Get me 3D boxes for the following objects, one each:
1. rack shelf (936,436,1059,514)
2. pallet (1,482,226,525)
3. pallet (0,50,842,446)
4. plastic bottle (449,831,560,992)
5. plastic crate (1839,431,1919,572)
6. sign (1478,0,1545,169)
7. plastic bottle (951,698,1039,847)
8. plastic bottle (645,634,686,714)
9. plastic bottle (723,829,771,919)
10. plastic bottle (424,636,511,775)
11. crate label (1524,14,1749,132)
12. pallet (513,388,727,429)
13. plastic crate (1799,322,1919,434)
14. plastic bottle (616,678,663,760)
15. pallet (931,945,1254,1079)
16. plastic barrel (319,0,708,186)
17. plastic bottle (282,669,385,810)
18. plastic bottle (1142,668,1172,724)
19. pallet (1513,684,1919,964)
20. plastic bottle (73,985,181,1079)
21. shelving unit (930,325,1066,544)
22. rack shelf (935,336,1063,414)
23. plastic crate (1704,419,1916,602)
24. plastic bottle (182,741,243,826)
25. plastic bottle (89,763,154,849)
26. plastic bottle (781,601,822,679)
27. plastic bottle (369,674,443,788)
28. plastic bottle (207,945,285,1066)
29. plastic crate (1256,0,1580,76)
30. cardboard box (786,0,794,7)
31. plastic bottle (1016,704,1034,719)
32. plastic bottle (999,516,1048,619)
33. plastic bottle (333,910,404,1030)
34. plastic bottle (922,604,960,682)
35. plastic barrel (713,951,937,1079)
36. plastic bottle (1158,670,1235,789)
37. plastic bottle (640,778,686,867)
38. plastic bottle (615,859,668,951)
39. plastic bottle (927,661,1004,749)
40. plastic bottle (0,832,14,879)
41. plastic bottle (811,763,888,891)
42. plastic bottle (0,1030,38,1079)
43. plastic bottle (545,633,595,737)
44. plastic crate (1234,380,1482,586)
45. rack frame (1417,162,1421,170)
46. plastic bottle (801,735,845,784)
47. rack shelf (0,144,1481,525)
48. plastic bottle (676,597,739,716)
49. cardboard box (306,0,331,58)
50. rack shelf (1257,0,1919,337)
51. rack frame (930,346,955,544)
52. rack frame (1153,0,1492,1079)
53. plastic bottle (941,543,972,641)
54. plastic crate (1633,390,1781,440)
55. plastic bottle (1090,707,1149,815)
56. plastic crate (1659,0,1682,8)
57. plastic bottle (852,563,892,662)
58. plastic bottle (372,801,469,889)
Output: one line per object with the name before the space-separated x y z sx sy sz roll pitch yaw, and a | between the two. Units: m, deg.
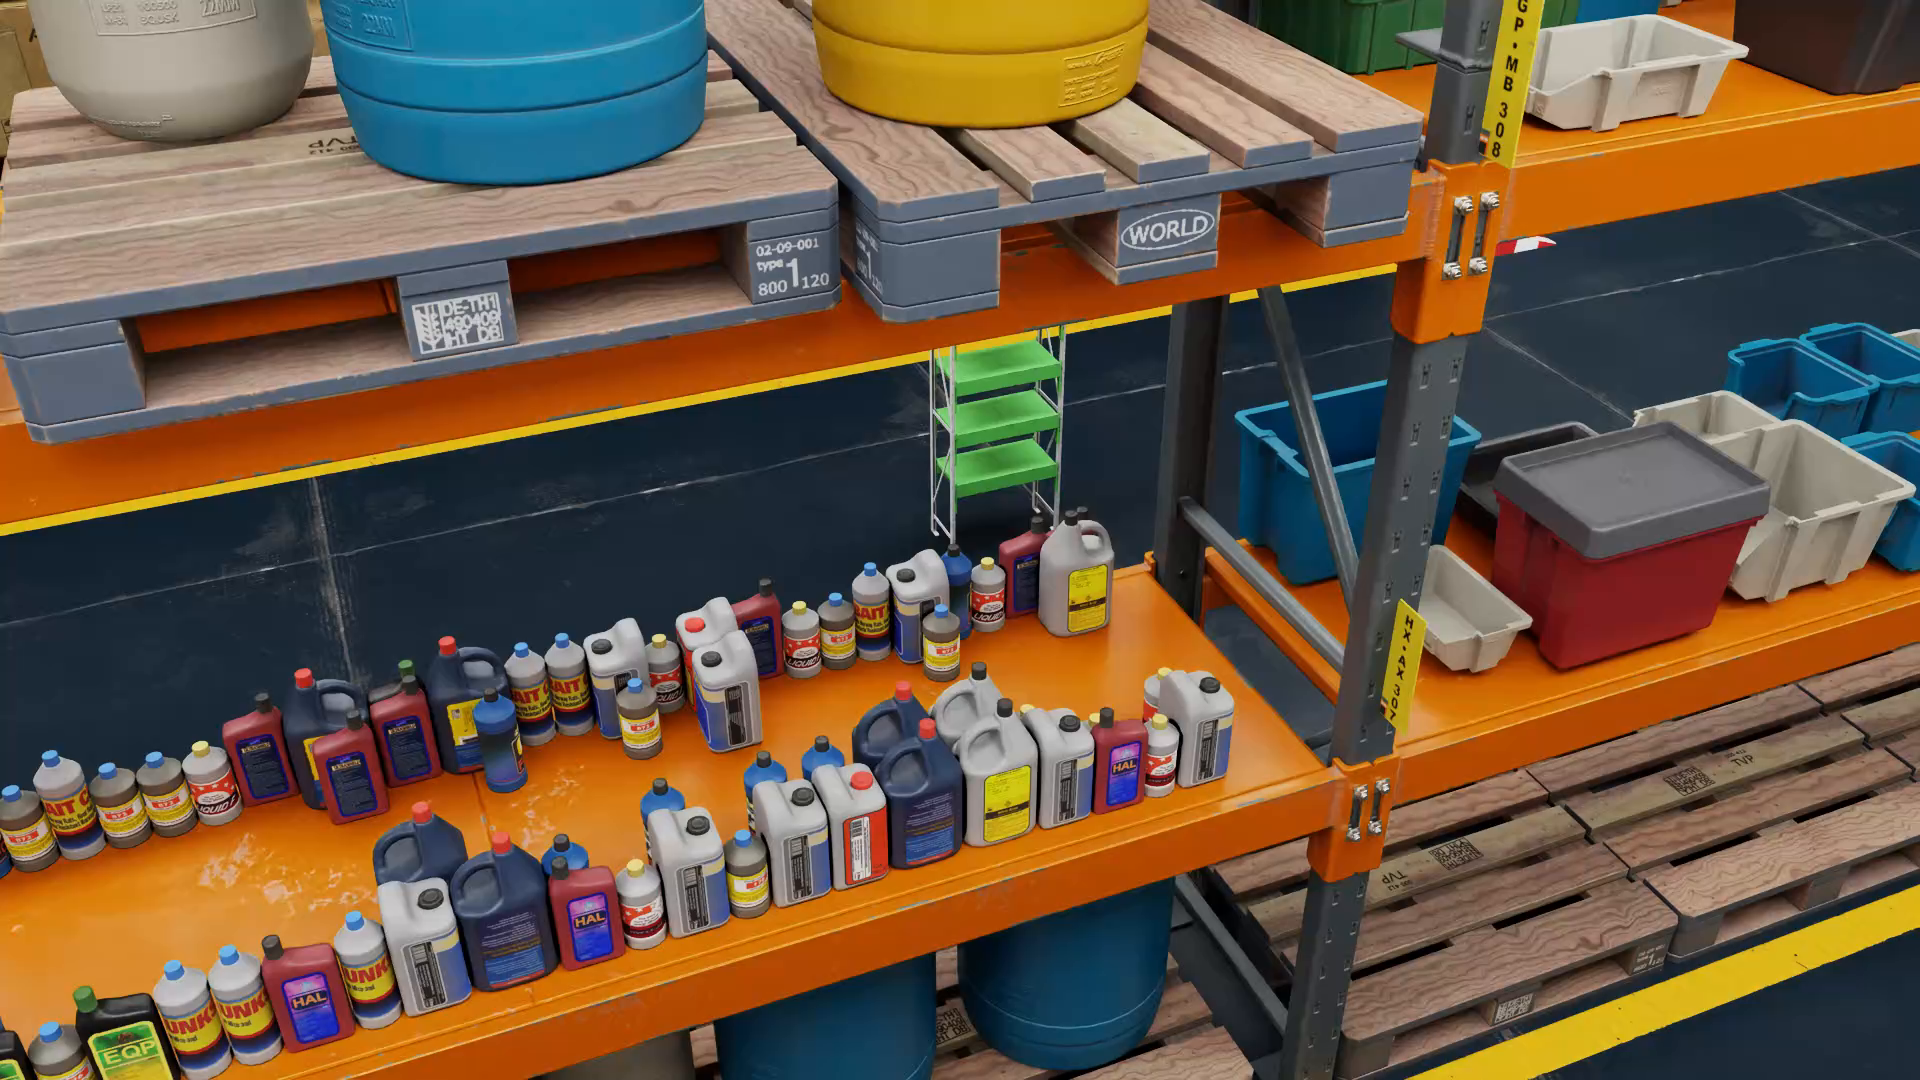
rack shelf | 0.153 -0.283 7.142 0.480 0.148 0.258 -13 35 -19
pallet | -4.100 -0.485 7.802 1.213 0.211 1.003 -13 35 -19
pallet | -0.931 -0.591 2.830 1.213 0.211 1.003 -13 35 -19
plastic bottle | -0.938 0.744 3.402 0.185 0.351 0.144 -13 35 -19
plastic crate | 2.693 -0.105 4.760 0.300 0.233 0.416 -13 35 -19
sign | 1.010 -0.852 3.051 0.005 0.325 0.100 -13 35 -19
plastic bottle | 0.078 0.511 3.759 0.185 0.351 0.144 -13 35 -19
plastic bottle | -0.747 0.328 4.178 0.097 0.201 0.097 0 33 0
plastic bottle | -0.462 0.711 3.589 0.097 0.201 0.097 0 33 0
plastic bottle | -1.171 0.376 3.967 0.185 0.351 0.144 -13 35 -19
crate label | 1.362 -0.973 3.486 0.466 0.136 0.293 -13 35 -19
pallet | -1.851 -1.000 8.594 1.213 0.211 1.003 -13 35 -19
plastic crate | 2.918 -0.503 5.371 0.300 0.233 0.416 -13 35 -19
plastic bottle | -0.778 0.425 4.029 0.097 0.201 0.097 0 33 0
pallet | 0.071 1.443 4.839 1.213 0.211 1.003 -13 35 -19
plastic barrel | -0.716 -1.074 2.556 0.708 0.901 0.600 -13 35 -19
plastic bottle | -1.465 0.443 3.864 0.185 0.351 0.144 -13 35 -19
plastic bottle | 0.495 0.402 4.064 0.097 0.201 0.097 0 33 0
pallet | 2.588 0.866 5.725 1.213 0.211 1.003 -13 35 -19
plastic bottle | -1.585 0.945 3.155 0.133 0.283 0.061 -13 35 -19
shelving unit | 0.153 -0.538 6.976 0.503 1.200 0.258 -13 35 -19
rack shelf | 0.153 -0.685 6.880 0.480 0.148 0.258 -13 35 -19
plastic crate | 2.278 -0.073 4.666 0.530 0.282 0.437 -13 35 -19
plastic bottle | -1.727 0.552 3.833 0.097 0.201 0.097 0 33 0
plastic bottle | -1.907 0.593 3.770 0.097 0.201 0.097 0 33 0
plastic bottle | -0.410 0.250 4.297 0.097 0.201 0.097 0 33 0
plastic bottle | -1.311 0.448 3.919 0.133 0.283 0.061 -13 35 -19
plastic bottle | -1.396 0.896 3.241 0.097 0.271 0.097 0 33 0
plastic crate | 1.072 -1.278 3.908 0.662 0.188 0.450 -13 35 -19
cardboard box | -0.572 -2.779 7.762 0.500 0.500 0.500 -12 35 -18
plastic bottle | 0.158 0.479 3.945 0.097 0.201 0.097 0 33 0
plastic bottle | 0.172 0.072 4.496 0.133 0.283 0.061 -13 35 -19
plastic bottle | -1.183 0.847 3.316 0.097 0.271 0.097 0 33 0
plastic bottle | -0.047 0.257 4.286 0.097 0.201 0.097 0 33 0
plastic barrel | -0.362 1.091 4.361 0.708 0.901 0.600 -13 35 -19
plastic bottle | 0.560 0.430 3.953 0.135 0.276 0.152 -13 35 -19
plastic bottle | -0.645 0.634 3.643 0.097 0.271 0.097 0 33 0
plastic bottle | -0.676 0.760 3.513 0.097 0.201 0.097 0 33 0
plastic bottle | 0.022 0.439 3.871 0.185 0.351 0.144 -13 35 -19
plastic bottle | -2.176 0.625 3.656 0.097 0.271 0.097 0 33 0
plastic bottle | -0.241 0.613 3.671 0.135 0.276 0.152 -13 35 -19
plastic bottle | -1.797 0.994 3.080 0.133 0.283 0.061 -13 35 -19
plastic bottle | -0.961 0.347 4.084 0.097 0.271 0.097 0 33 0
plastic crate | 1.097 -0.157 4.700 0.575 0.384 0.392 -13 35 -19
rack frame | 2.573 -3.204 9.424 0.127 3.000 1.000 -13 35 -19
plastic bottle | -0.307 0.556 3.762 0.097 0.271 0.097 0 33 0
rack shelf | -1.045 -0.402 3.026 4.000 0.370 1.077 -13 35 -19
plastic bottle | -0.629 0.286 4.174 0.135 0.276 0.152 -13 35 -19
cardboard box | -2.720 -2.174 7.363 0.500 0.500 0.700 -23 39 -31
rack shelf | 2.643 -1.246 4.324 4.000 0.370 1.077 -13 35 -19
rack frame | -0.072 -0.486 6.897 0.015 1.200 0.240 -13 35 -19
rack frame | 0.799 0.132 4.297 0.127 3.000 1.000 -13 35 -19
plastic bottle | -0.017 0.131 4.416 0.097 0.271 0.097 0 33 0
plastic crate | 2.288 -0.301 5.150 0.466 0.136 0.293 -13 35 -19
plastic bottle | 0.365 0.498 3.841 0.133 0.283 0.061 -13 35 -19
plastic crate | 1.824 -1.475 4.258 0.466 0.136 0.293 -13 35 -19
plastic bottle | -0.230 0.180 4.341 0.097 0.271 0.097 0 33 0
plastic bottle | -1.121 0.696 3.476 0.185 0.351 0.144 -13 35 -19
